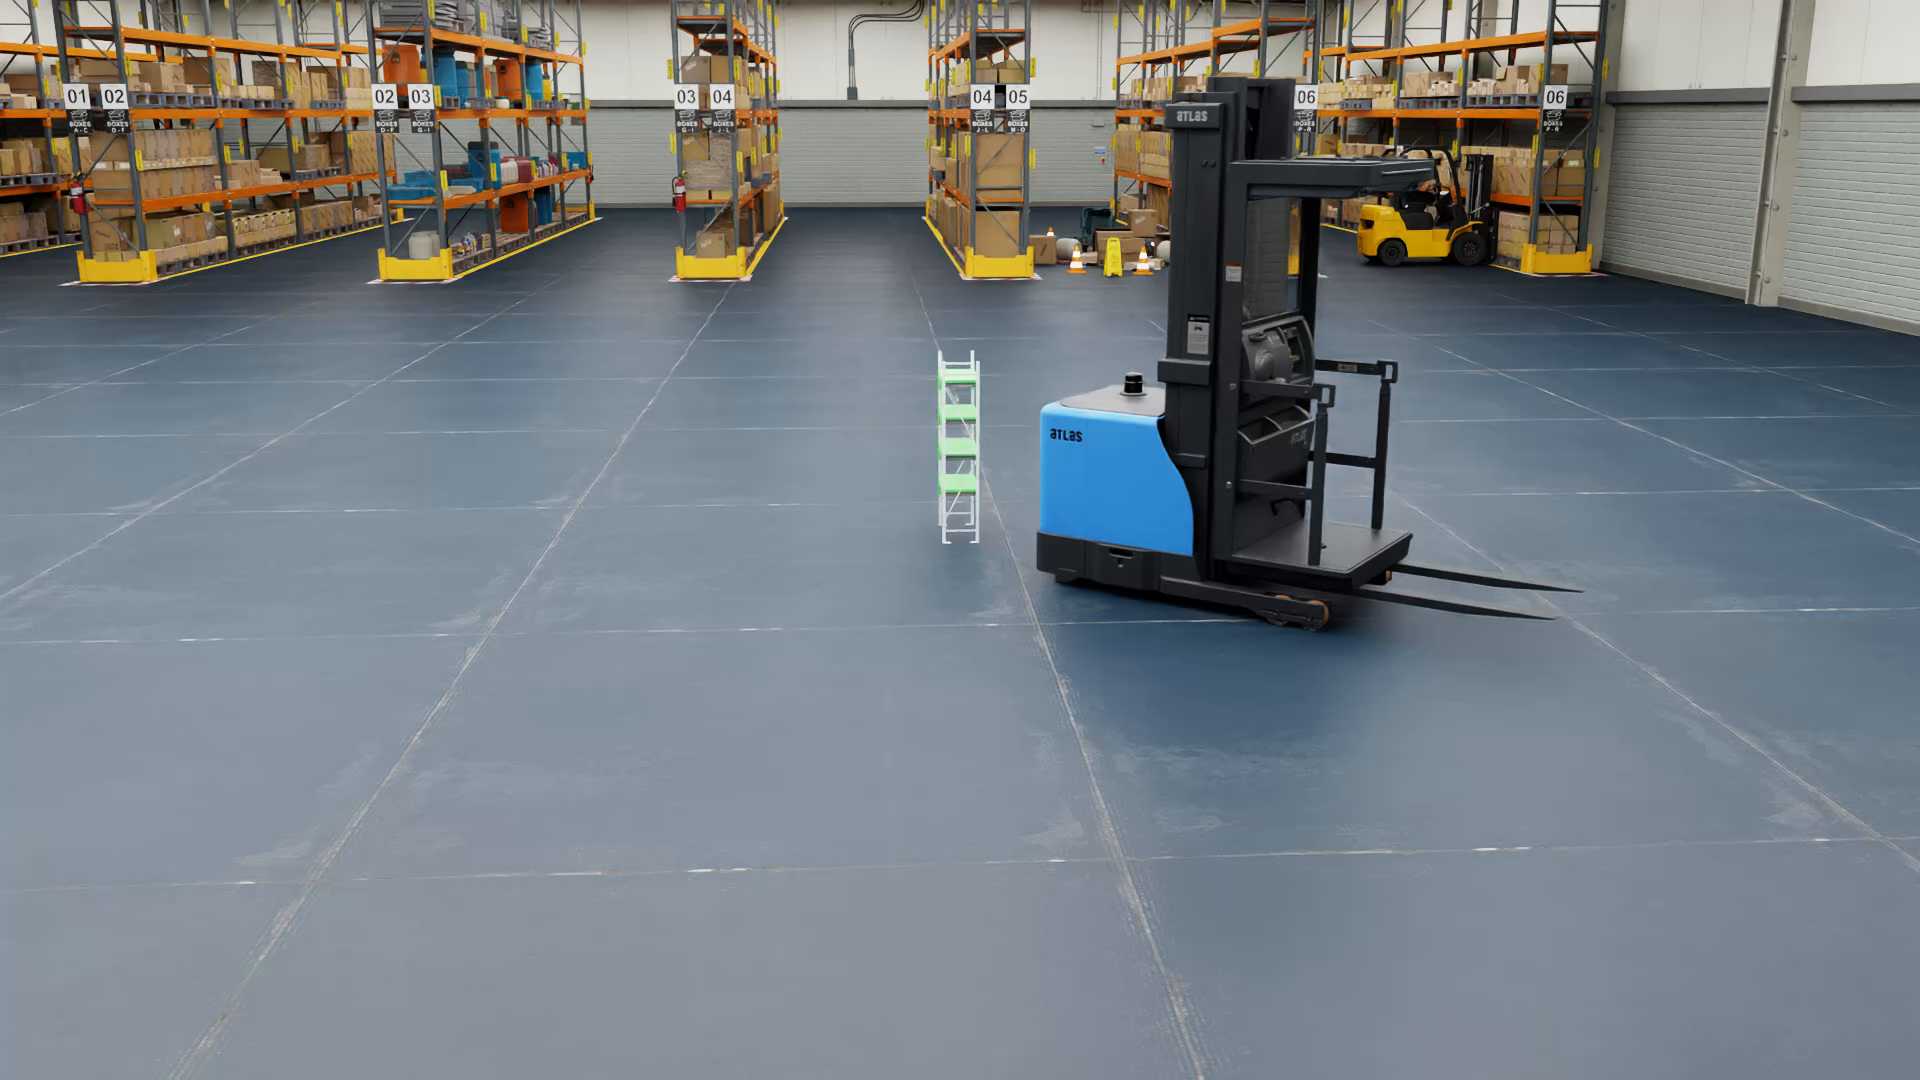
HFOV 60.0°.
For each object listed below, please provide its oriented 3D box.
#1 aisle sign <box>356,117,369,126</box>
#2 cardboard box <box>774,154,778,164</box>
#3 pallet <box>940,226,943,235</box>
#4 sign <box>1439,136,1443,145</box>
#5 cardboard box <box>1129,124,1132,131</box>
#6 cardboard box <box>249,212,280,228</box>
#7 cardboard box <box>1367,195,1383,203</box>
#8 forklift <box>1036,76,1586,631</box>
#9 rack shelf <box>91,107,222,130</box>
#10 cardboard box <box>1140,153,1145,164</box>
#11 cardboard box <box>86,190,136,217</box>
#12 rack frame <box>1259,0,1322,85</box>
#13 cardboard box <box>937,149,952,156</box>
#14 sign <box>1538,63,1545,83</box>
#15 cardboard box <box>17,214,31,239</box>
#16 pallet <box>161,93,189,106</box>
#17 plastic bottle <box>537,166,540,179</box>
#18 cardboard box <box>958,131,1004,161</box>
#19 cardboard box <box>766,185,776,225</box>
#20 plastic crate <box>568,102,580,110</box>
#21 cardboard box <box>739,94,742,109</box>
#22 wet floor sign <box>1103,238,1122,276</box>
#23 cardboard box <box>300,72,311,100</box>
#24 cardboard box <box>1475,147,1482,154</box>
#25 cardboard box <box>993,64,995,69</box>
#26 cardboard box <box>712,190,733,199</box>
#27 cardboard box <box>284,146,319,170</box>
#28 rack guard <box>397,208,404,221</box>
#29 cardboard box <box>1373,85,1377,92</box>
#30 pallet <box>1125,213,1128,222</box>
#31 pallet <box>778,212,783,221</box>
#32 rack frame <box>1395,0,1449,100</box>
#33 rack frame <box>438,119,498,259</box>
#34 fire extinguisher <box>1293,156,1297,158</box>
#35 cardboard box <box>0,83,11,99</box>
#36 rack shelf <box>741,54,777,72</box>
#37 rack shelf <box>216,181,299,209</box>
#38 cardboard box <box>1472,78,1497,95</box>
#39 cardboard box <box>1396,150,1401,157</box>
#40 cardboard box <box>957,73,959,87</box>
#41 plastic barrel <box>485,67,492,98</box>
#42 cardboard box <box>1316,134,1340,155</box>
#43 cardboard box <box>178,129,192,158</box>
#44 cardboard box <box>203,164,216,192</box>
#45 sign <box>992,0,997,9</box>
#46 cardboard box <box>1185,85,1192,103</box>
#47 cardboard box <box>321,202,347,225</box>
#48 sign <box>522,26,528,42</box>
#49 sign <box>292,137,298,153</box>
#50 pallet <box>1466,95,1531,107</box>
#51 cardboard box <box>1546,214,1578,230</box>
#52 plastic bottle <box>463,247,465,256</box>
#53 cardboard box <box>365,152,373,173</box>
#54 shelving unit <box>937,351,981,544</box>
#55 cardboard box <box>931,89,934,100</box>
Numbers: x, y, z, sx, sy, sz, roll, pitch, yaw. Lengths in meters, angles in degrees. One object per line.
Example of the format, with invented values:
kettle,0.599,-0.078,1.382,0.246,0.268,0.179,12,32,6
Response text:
aisle sign,-15.456,-11.081,42.857,0.394,0.787,0.004,-1,14,-3
cardboard box,-4.946,-9.791,42.762,0.500,0.250,0.500,-1,14,-4
pallet,0.061,-7.170,38.470,1.003,0.211,1.213,-1,14,-3
sign,10.623,-8.773,36.779,0.100,0.325,0.005,-1,14,-3
cardboard box,4.484,-10.418,41.989,0.380,0.149,0.250,-1,14,-3
cardboard box,-14.318,-6.582,34.139,0.500,0.311,0.500,-1,14,-4
cardboard box,9.731,-7.959,38.811,0.380,0.149,0.250,-2,15,-6
forklift,1.975,-1.074,9.317,3.031,2.935,1.130,9,17,32
rack shelf,-14.292,-7.432,29.316,1.077,0.370,4.000,-1,14,-3
cardboard box,4.613,-9.176,39.966,0.500,0.250,0.500,-1,14,-5
cardboard box,-19.685,-7.740,38.561,0.750,0.750,0.750,-1,14,-3
rack frame,5.611,-9.041,28.105,1.000,3.000,0.127,-1,14,-3
cardboard box,-0.307,-8.508,36.542,0.380,0.149,0.250,-1,15,-6
sign,10.022,-8.051,28.661,0.100,0.325,0.005,-1,14,-3
cardboard box,-19.595,-6.437,34.158,0.700,0.500,0.500,-1,14,-4
pallet,-14.264,-7.721,29.172,1.003,0.211,1.213,-1,14,-3
plastic bottle,-9.450,-8.240,37.265,0.061,0.283,0.133,-1,14,-3
cardboard box,0.417,-7.532,31.812,0.875,0.550,0.550,-1,14,-3
cardboard box,-4.908,-7.760,38.589,1.225,0.875,0.875,-1,14,-5
plastic crate,-9.869,-10.994,42.143,0.450,0.188,0.336,-1,14,-3
cardboard box,-4.117,-7.738,29.361,0.500,0.250,0.500,-1,14,-4
wet floor sign,2.654,-4.917,28.842,0.267,0.644,0.232,-3,15,-13
cardboard box,-14.868,-10.110,37.035,0.600,0.600,0.600,-1,15,-6
cardboard box,10.085,-7.438,31.816,0.380,0.149,0.250,-1,14,-2
cardboard box,0.815,-8.724,30.755,0.380,0.149,0.250,-1,14,-2
cardboard box,-4.060,-5.935,28.579,0.380,0.149,0.250,-1,14,-3
cardboard box,-14.681,-8.457,36.833,0.700,0.500,0.500,2,15,7
rack guard,-15.154,-8.580,43.371,1.175,0.500,0.348,-1,14,-3
cardboard box,9.672,-10.323,38.014,0.380,0.149,0.250,-1,14,-3
pallet,4.820,-8.264,42.721,1.003,0.211,1.213,-1,14,-3
pallet,-5.144,-8.414,43.303,1.003,0.211,1.213,-1,14,-3
rack frame,10.069,-11.108,36.139,1.000,3.000,0.127,-1,14,-3
rack frame,-9.471,-6.901,31.827,1.000,3.000,0.127,-1,14,-3
fire extinguisher,9.103,-10.004,44.790,0.296,0.674,0.183,-1,14,-3
cardboard box,-19.620,-8.931,33.451,0.797,0.503,0.637,1,14,4
rack shelf,-5.148,-11.828,41.182,1.077,0.370,4.000,-1,14,-3
rack shelf,-14.539,-6.974,33.557,1.077,0.370,4.000,-1,14,-3
cardboard box,10.125,-8.658,31.774,0.500,0.311,0.500,-1,14,-2
cardboard box,9.795,-8.481,36.468,0.380,0.149,0.250,0,14,-2
cardboard box,0.212,-8.553,30.890,0.500,0.250,0.500,-1,14,-4
plastic barrel,-9.845,-9.186,33.827,0.600,0.830,0.708,-1,14,-3
cardboard box,9.426,-10.137,42.603,0.500,0.500,0.500,-1,14,-2
cardboard box,-14.319,-7.142,29.959,0.700,0.500,0.500,-1,14,-3
cardboard box,-14.382,-6.763,31.093,0.700,0.500,0.500,-1,14,-5
sign,0.735,-11.467,35.344,0.100,0.325,0.005,-1,14,-3
cardboard box,5.164,-9.390,35.282,0.700,0.500,0.500,-1,14,-3
cardboard box,-14.572,-7.576,38.585,0.500,0.500,0.500,-1,14,-3
sign,-9.171,-10.655,35.026,0.100,0.325,0.005,-1,14,-3
sign,-14.110,-8.390,35.292,0.100,0.325,0.005,-1,14,-3
pallet,10.396,-8.406,31.835,1.003,0.211,1.213,-1,14,-3
cardboard box,10.724,-5.691,29.796,0.500,0.250,0.500,-1,14,-4
plastic bottle,-9.031,-5.245,30.126,0.097,0.201,0.097,0,14,0
cardboard box,-14.734,-9.246,40.741,0.500,0.500,0.500,-1,14,-4
shelving unit,-0.010,-0.622,11.037,0.258,1.200,0.503,-1,14,-3
cardboard box,-0.461,-11.141,41.584,0.500,0.250,0.500,-1,14,-6
